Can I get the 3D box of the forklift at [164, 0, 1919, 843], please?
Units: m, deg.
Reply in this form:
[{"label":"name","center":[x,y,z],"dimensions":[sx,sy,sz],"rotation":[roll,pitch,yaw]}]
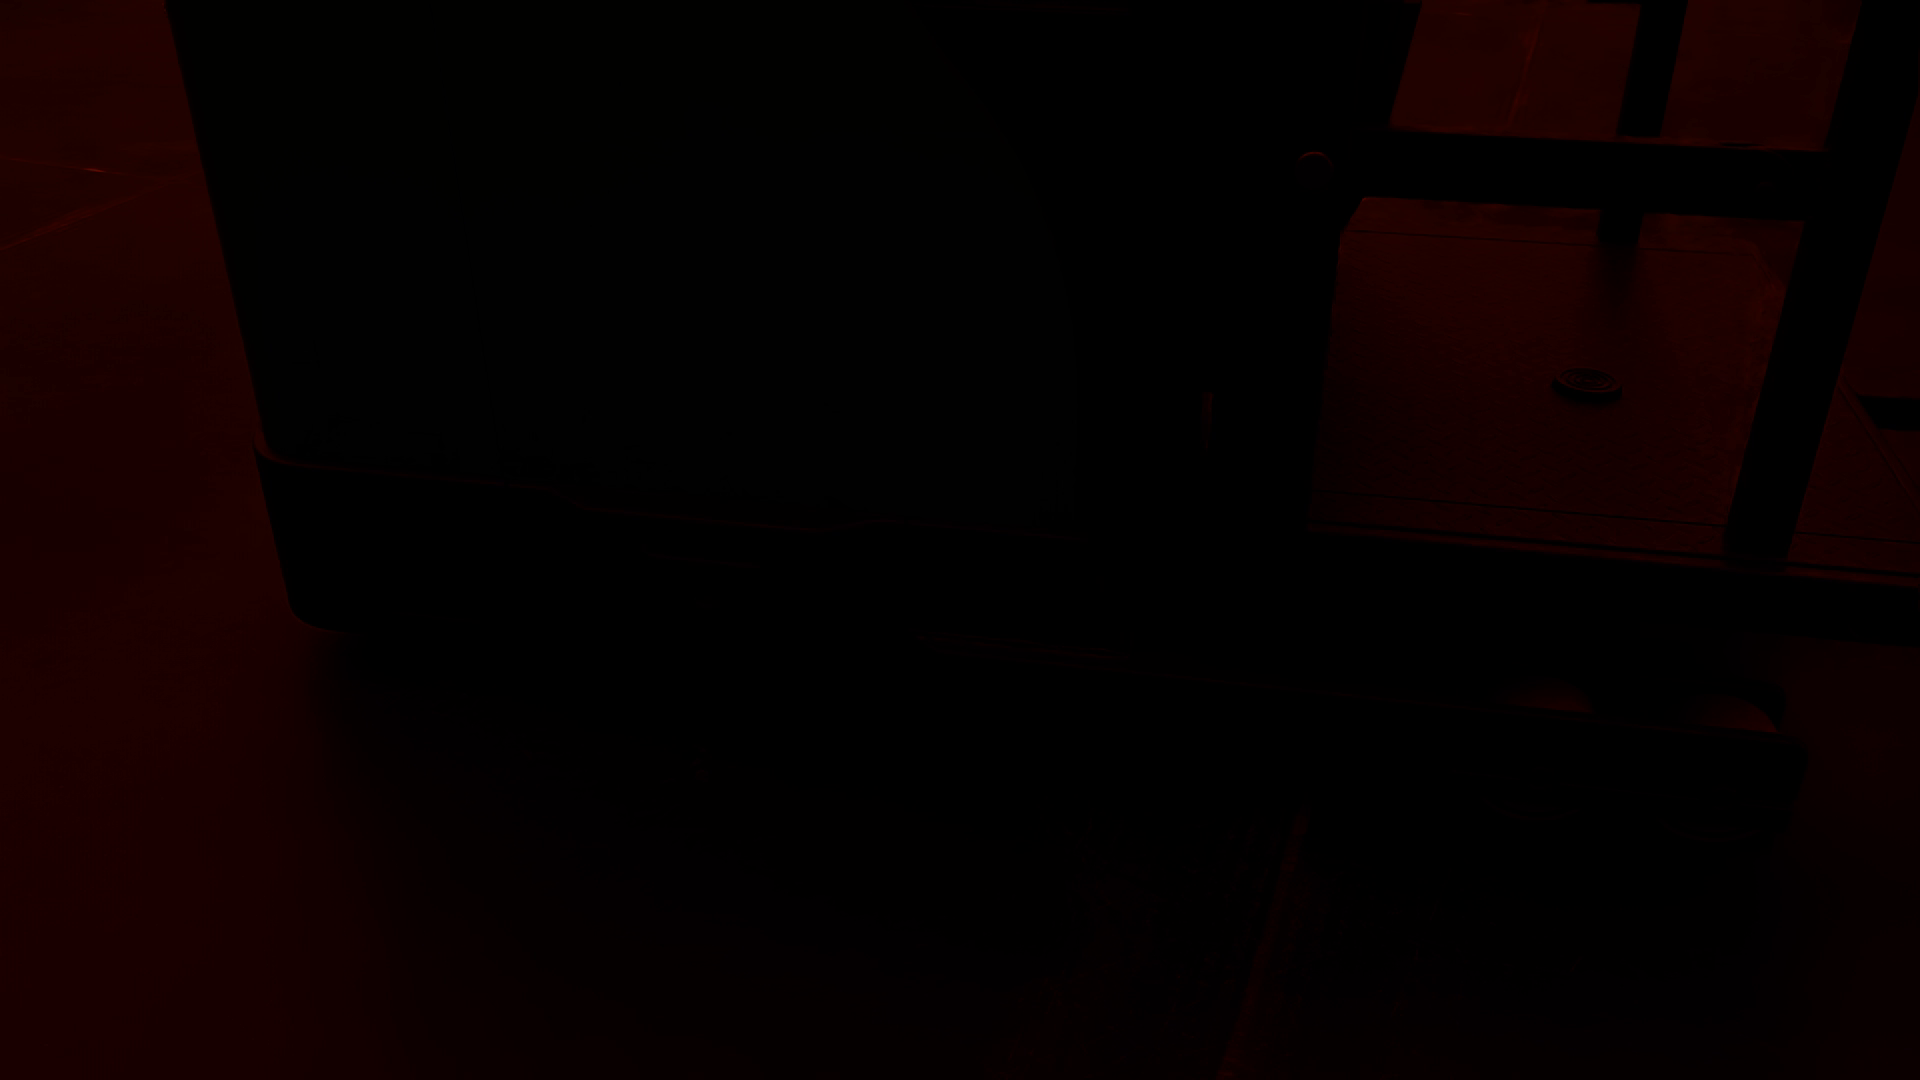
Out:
[{"label":"forklift","center":[0.672,-1.217,1.675],"dimensions":[3.031,2.935,1.130],"rotation":[5,30,10]}]
